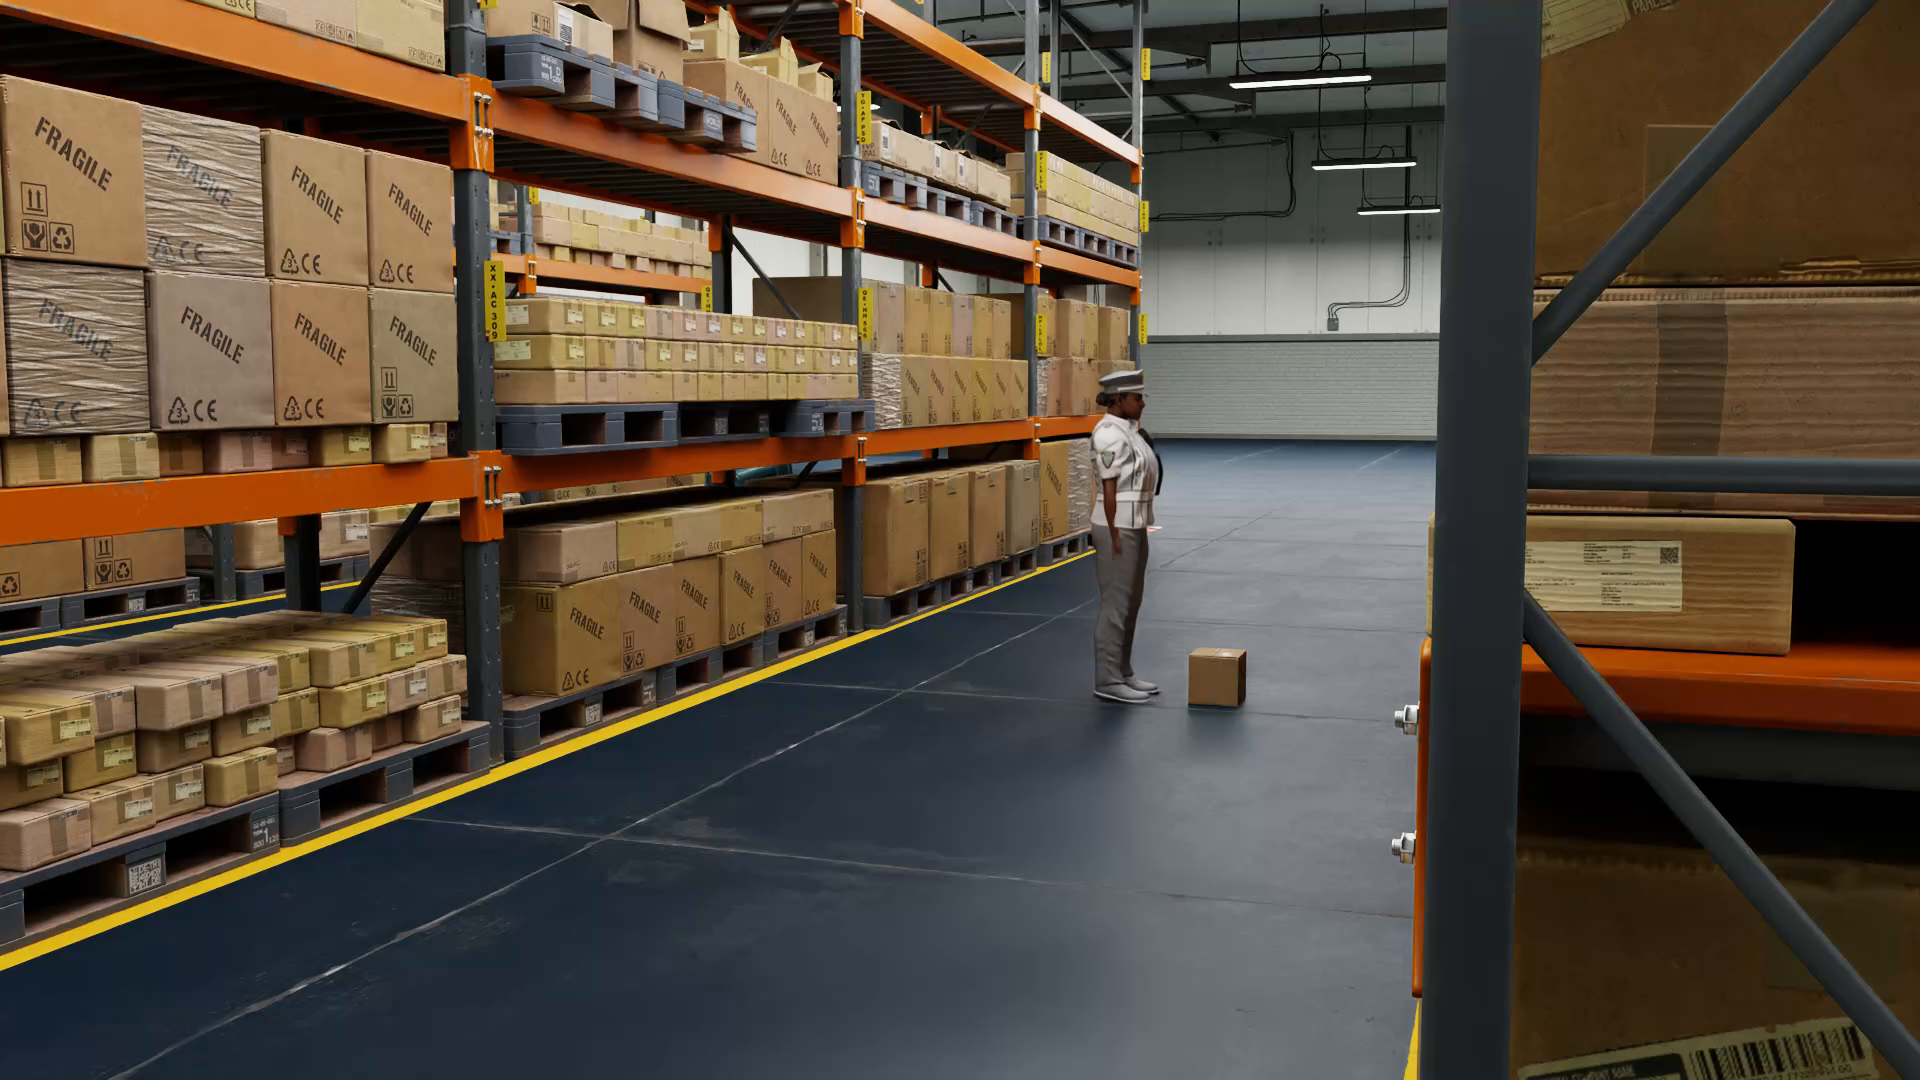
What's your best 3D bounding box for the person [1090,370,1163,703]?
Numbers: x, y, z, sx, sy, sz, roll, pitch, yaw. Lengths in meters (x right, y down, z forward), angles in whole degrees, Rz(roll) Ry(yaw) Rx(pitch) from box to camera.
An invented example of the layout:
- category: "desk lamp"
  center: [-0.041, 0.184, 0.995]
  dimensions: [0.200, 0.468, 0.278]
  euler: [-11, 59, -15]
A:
- category: "person"
  center: [0.846, -0.026, 8.515]
  dimensions: [0.344, 1.678, 0.442]
  euler: [2, 6, 20]
